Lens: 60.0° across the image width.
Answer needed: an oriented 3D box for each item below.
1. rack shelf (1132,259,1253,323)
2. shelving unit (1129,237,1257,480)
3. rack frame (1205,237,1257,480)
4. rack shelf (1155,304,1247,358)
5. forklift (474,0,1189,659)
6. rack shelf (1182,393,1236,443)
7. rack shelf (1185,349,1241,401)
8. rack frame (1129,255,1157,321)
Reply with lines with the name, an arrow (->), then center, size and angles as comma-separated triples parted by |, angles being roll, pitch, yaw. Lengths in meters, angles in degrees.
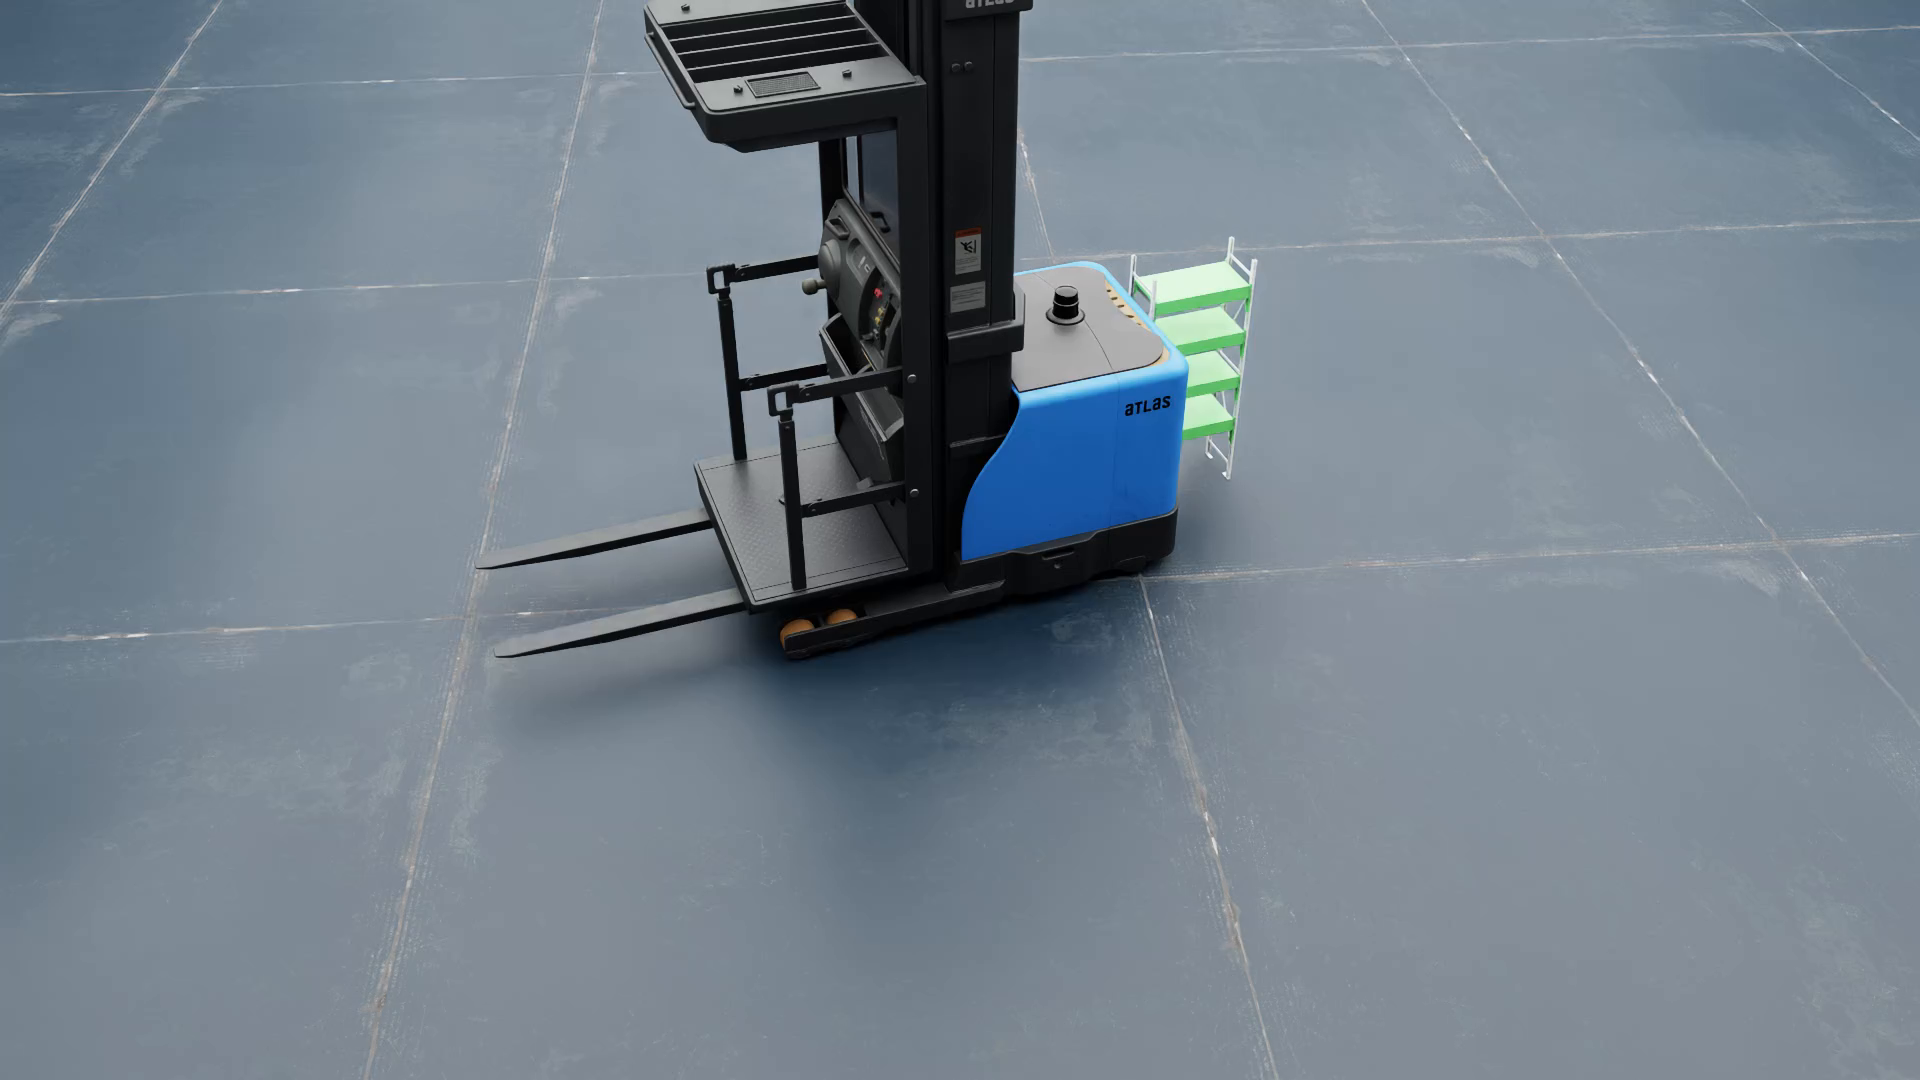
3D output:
rack shelf -> 1.043, -1.111, 7.517 | 0.480, 0.148, 0.258 | -13, 40, -16
shelving unit -> 1.043, -0.784, 7.775 | 0.503, 1.200, 0.258 | -13, 40, -16
rack frame -> 1.272, -0.836, 7.841 | 0.015, 1.200, 0.240 | -13, 40, -16
rack shelf -> 1.043, -0.922, 7.666 | 0.480, 0.148, 0.258 | -13, 40, -16
forklift -> -0.592, -1.016, 6.671 | 3.031, 2.935, 1.130 | -13, 40, -16
rack shelf -> 1.043, -0.545, 7.963 | 0.480, 0.148, 0.258 | -13, 40, -16
rack shelf -> 1.043, -0.734, 7.814 | 0.480, 0.148, 0.258 | -13, 40, -16
rack frame -> 0.814, -0.732, 7.709 | 0.015, 1.200, 0.240 | -13, 40, -16
